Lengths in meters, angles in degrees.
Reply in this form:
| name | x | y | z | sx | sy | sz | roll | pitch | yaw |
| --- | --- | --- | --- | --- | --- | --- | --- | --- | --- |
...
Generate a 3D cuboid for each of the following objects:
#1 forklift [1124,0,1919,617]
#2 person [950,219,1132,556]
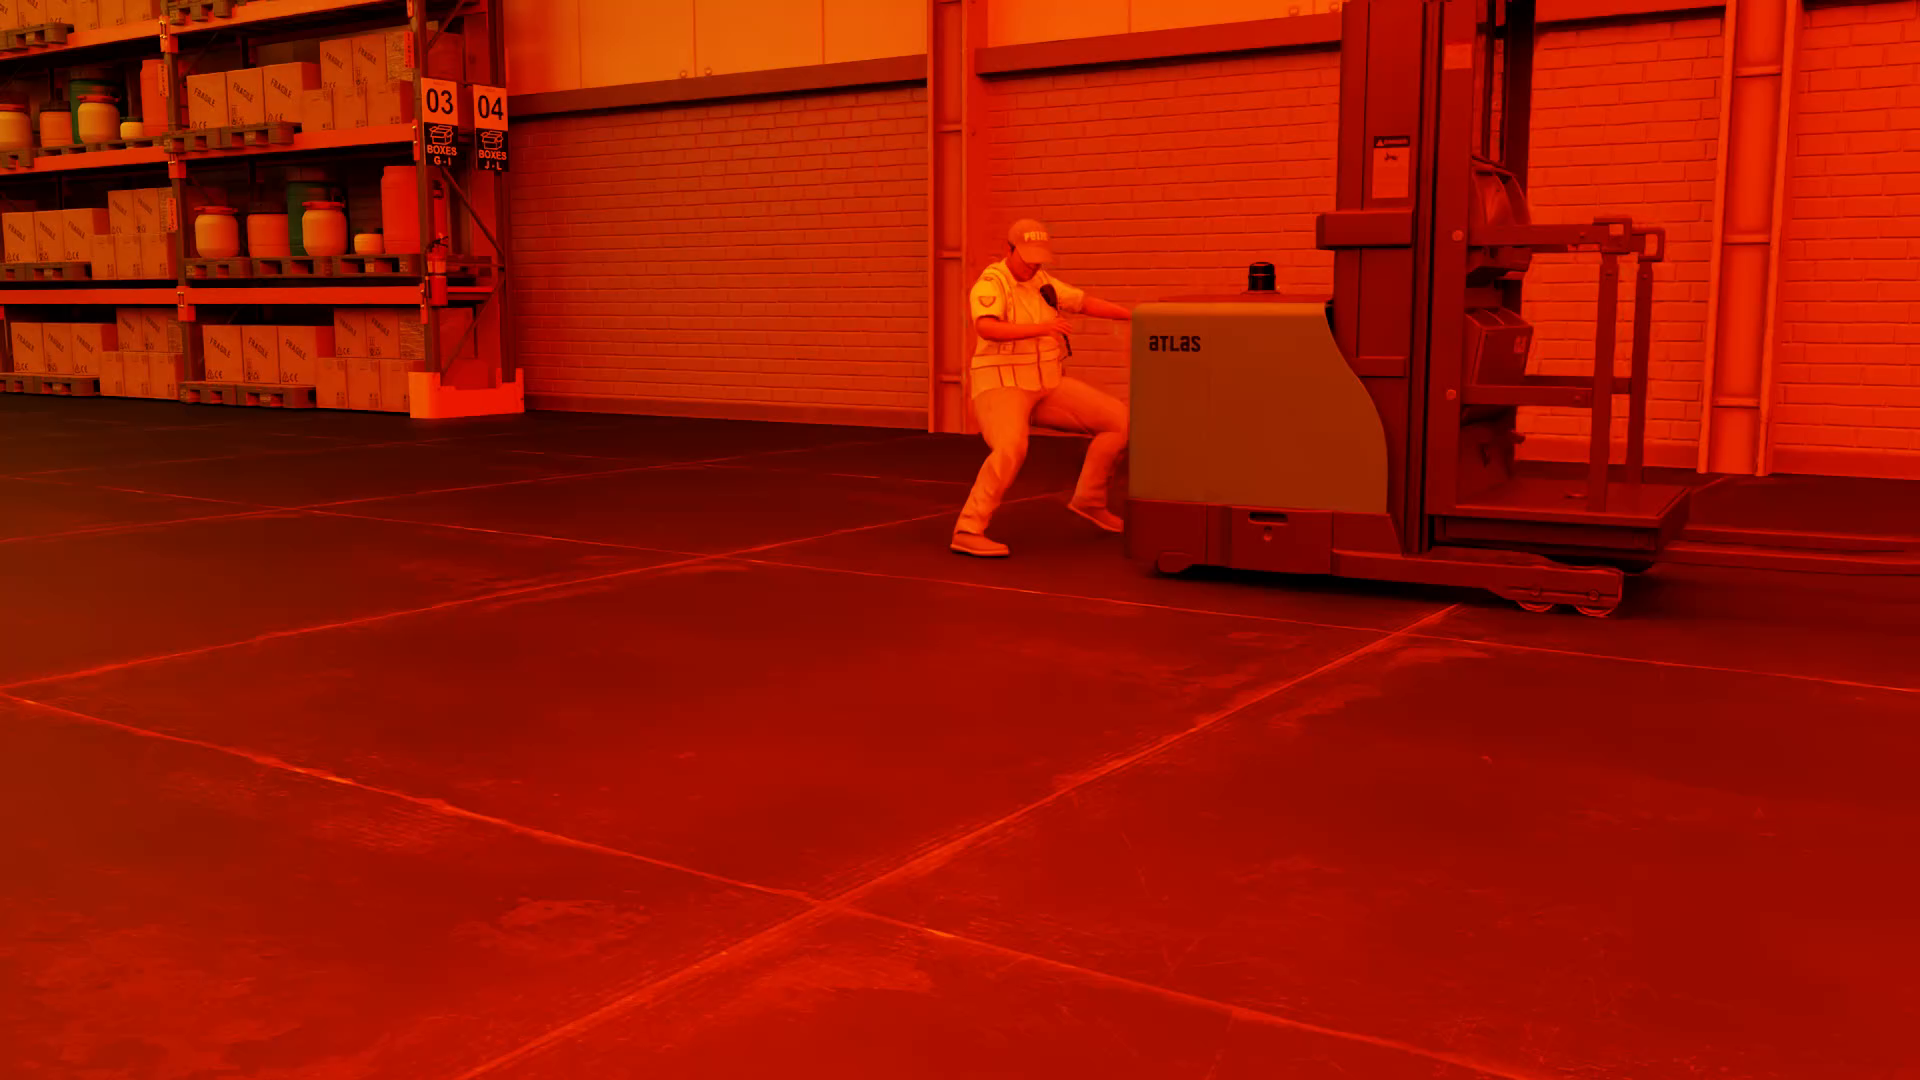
| name | x | y | z | sx | sy | sz | roll | pitch | yaw |
| --- | --- | --- | --- | --- | --- | --- | --- | --- | --- |
| forklift | 2.195 | -1.270 | 6.124 | 3.031 | 2.935 | 1.130 | 4 | 9 | 28 |
| person | 0.370 | -0.700 | 7.412 | 1.023 | 1.441 | 0.721 | -6 | 10 | -35 |
